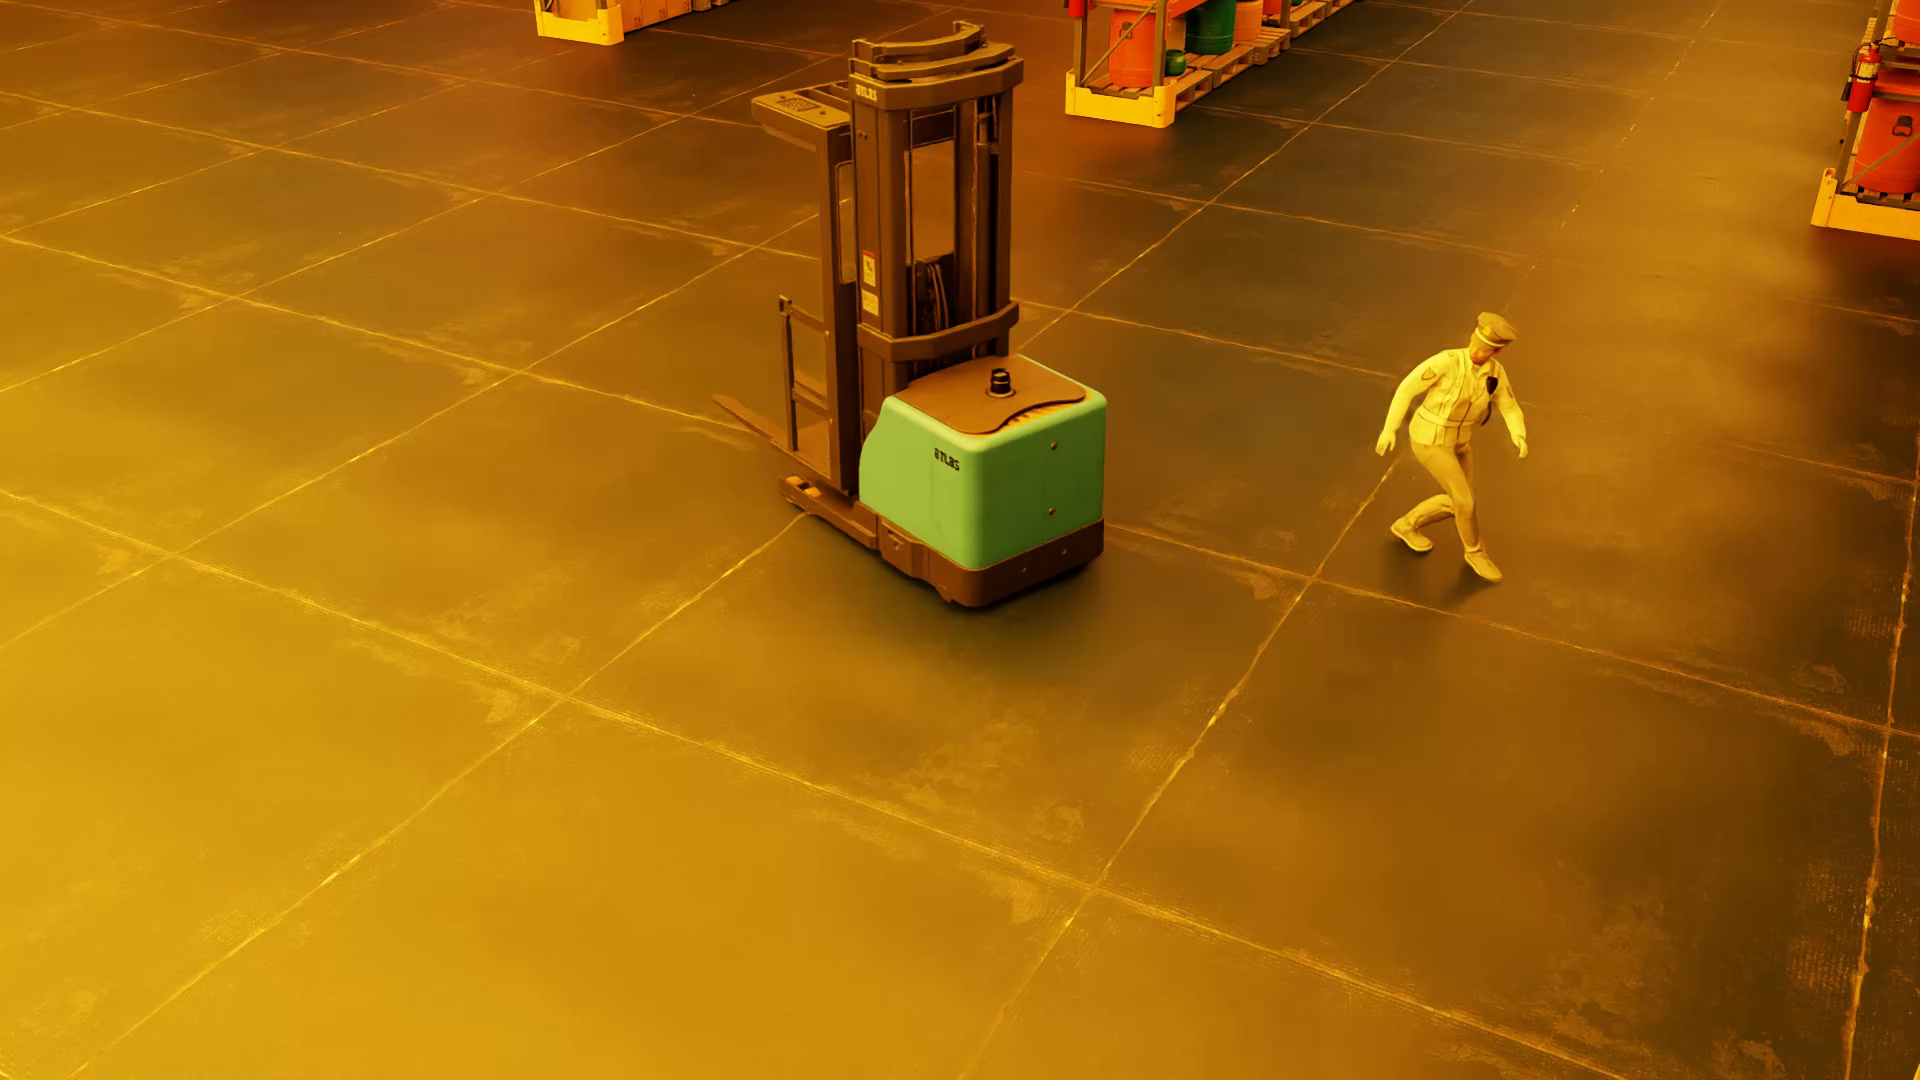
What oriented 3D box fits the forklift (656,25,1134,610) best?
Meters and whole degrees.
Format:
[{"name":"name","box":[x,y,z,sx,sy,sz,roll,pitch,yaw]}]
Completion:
[{"name":"forklift","box":[-0.512,-1.436,9.559,3.031,2.935,1.130,18,35,29]}]

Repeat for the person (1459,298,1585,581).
[{"name":"person","box":[3.159,-0.579,9.399,0.712,1.632,0.482,-5,30,-8]}]
